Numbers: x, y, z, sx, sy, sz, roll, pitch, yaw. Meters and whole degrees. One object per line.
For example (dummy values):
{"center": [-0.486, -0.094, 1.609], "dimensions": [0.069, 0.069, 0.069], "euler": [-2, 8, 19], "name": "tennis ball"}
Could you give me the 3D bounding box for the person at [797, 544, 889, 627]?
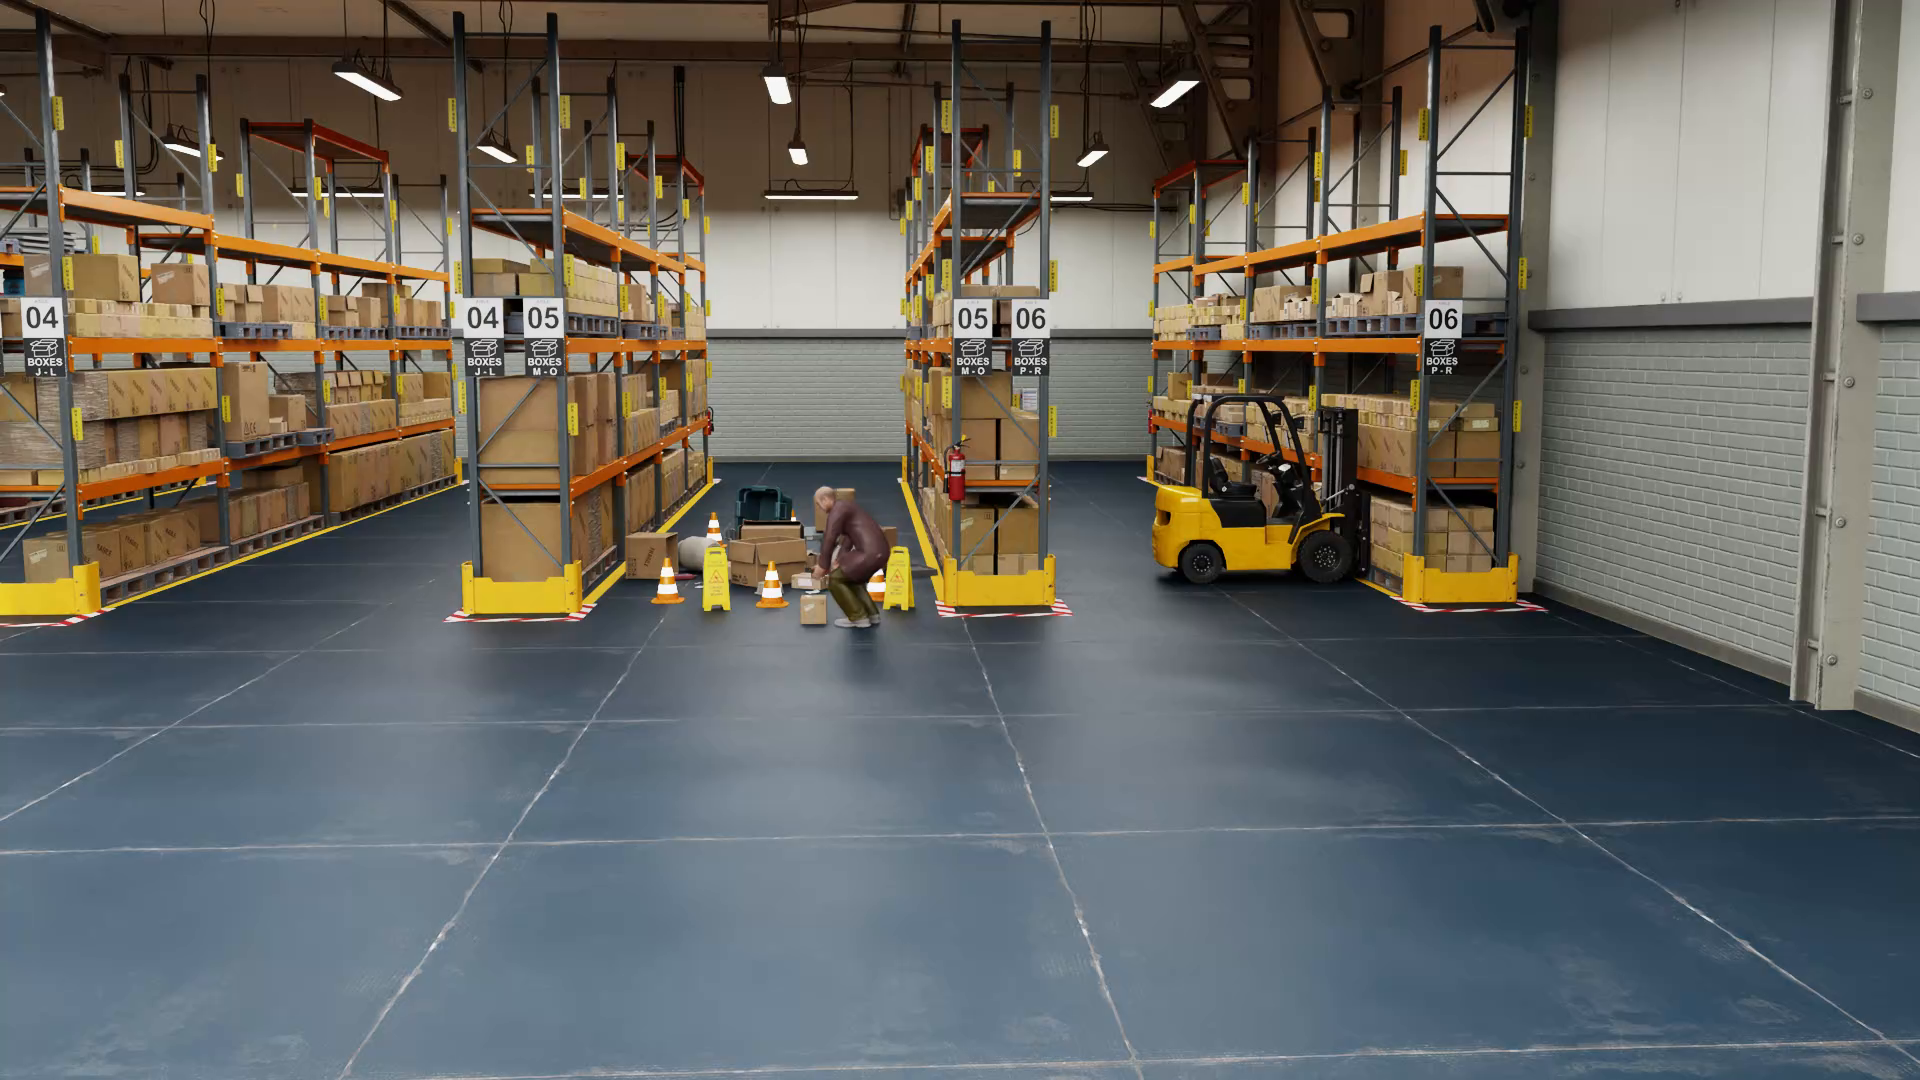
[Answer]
{"center": [-1.154, 0.441, 16.336], "dimensions": [0.950, 0.816, 0.576], "euler": [2, 7, 20], "name": "person"}
